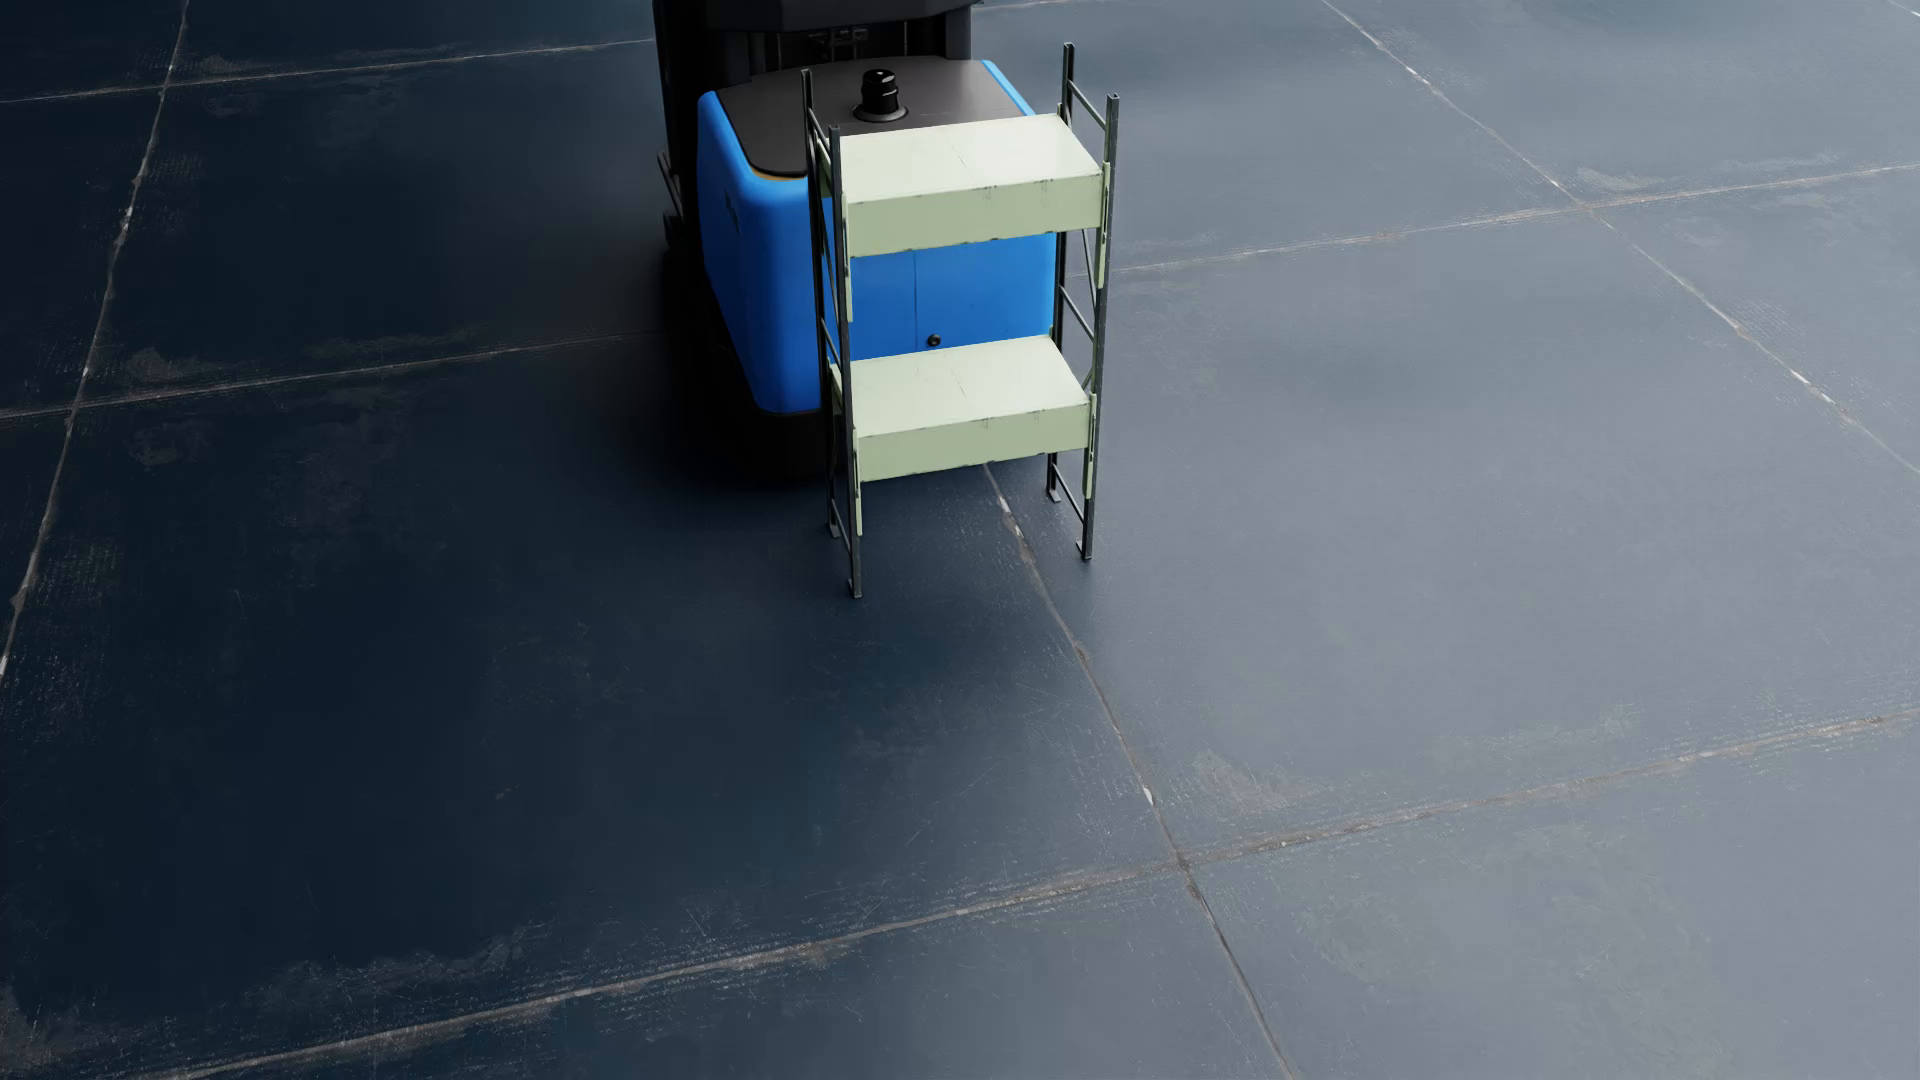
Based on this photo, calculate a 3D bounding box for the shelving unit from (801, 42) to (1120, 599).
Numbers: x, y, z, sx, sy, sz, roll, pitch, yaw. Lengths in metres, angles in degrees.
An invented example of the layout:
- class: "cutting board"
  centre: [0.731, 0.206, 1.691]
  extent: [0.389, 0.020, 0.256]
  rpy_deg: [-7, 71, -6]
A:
- class: "shelving unit"
  centre: [-0.006, -0.595, 4.793]
  extent: [0.755, 1.500, 0.431]
  rpy_deg: [-9, 38, -12]

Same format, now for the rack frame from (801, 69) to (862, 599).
- class: "rack frame"
  centre: [-0.360, -0.537, 4.717]
  extent: [0.023, 1.500, 0.400]
  rpy_deg: [-9, 38, -12]

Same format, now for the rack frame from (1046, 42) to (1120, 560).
- class: "rack frame"
  centre: [0.347, -0.653, 4.869]
  extent: [0.023, 1.500, 0.400]
  rpy_deg: [-9, 38, -12]

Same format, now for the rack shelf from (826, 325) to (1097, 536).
- class: "rack shelf"
  centre: [-0.006, -0.336, 4.991]
  extent: [0.720, 0.370, 0.431]
  rpy_deg: [-9, 38, -12]

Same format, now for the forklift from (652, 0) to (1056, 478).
- class: "forklift"
  centre: [-0.568, -2.264, 5.797]
  extent: [1.130, 2.935, 3.031]
  rpy_deg: [-10, 39, -13]

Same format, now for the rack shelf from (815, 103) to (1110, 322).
- class: "rack shelf"
  centre: [-0.006, -0.905, 4.556]
  extent: [0.720, 0.370, 0.431]
  rpy_deg: [-9, 38, -12]
